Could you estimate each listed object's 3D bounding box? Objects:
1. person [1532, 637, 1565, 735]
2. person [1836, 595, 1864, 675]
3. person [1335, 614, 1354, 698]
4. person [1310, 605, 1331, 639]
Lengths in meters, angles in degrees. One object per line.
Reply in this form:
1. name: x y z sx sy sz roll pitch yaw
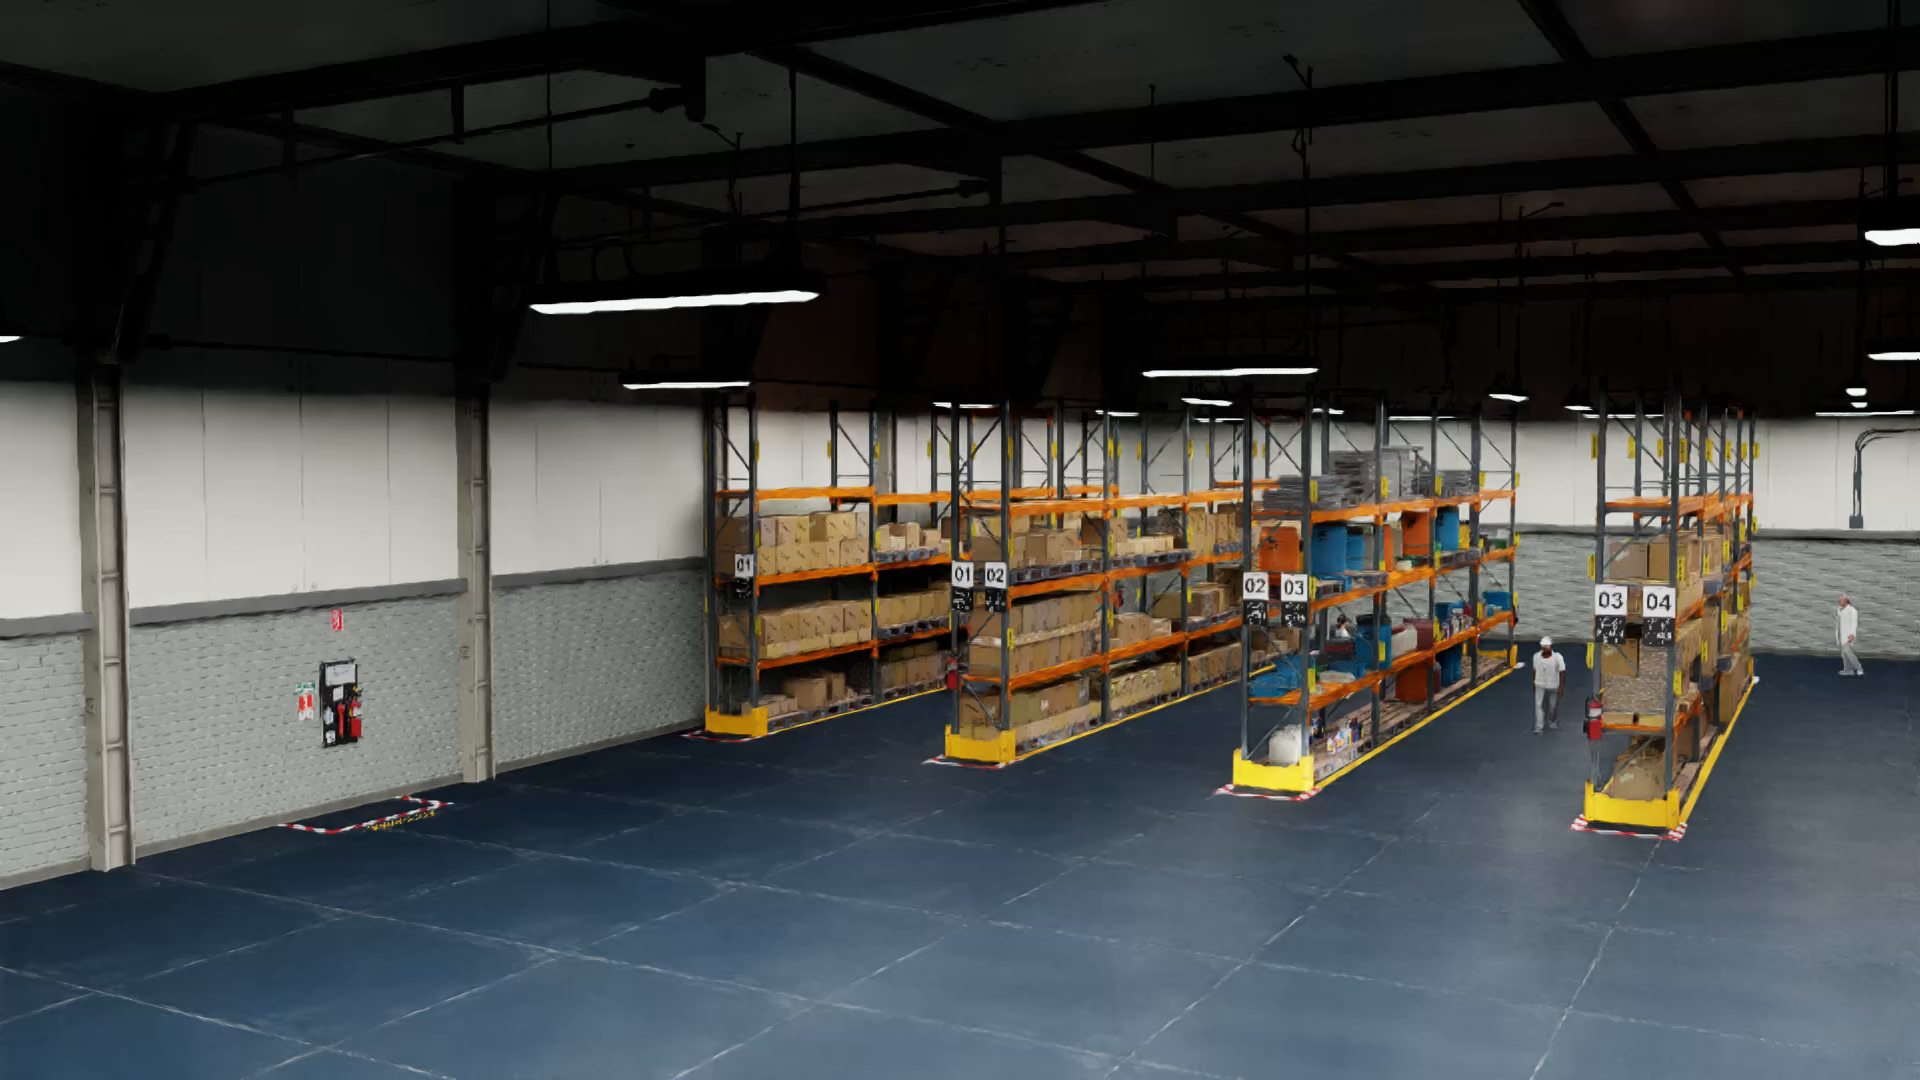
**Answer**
1. person: 10.387 2.559 29.368 0.591 1.716 1.042 2 3 28
2. person: 19.727 2.110 36.924 0.528 1.771 0.747 0 3 -8
3. person: 7.768 2.337 33.586 0.432 1.677 0.496 0 3 -3
4. person: 9.440 1.768 43.809 0.698 1.719 0.792 1 3 9
